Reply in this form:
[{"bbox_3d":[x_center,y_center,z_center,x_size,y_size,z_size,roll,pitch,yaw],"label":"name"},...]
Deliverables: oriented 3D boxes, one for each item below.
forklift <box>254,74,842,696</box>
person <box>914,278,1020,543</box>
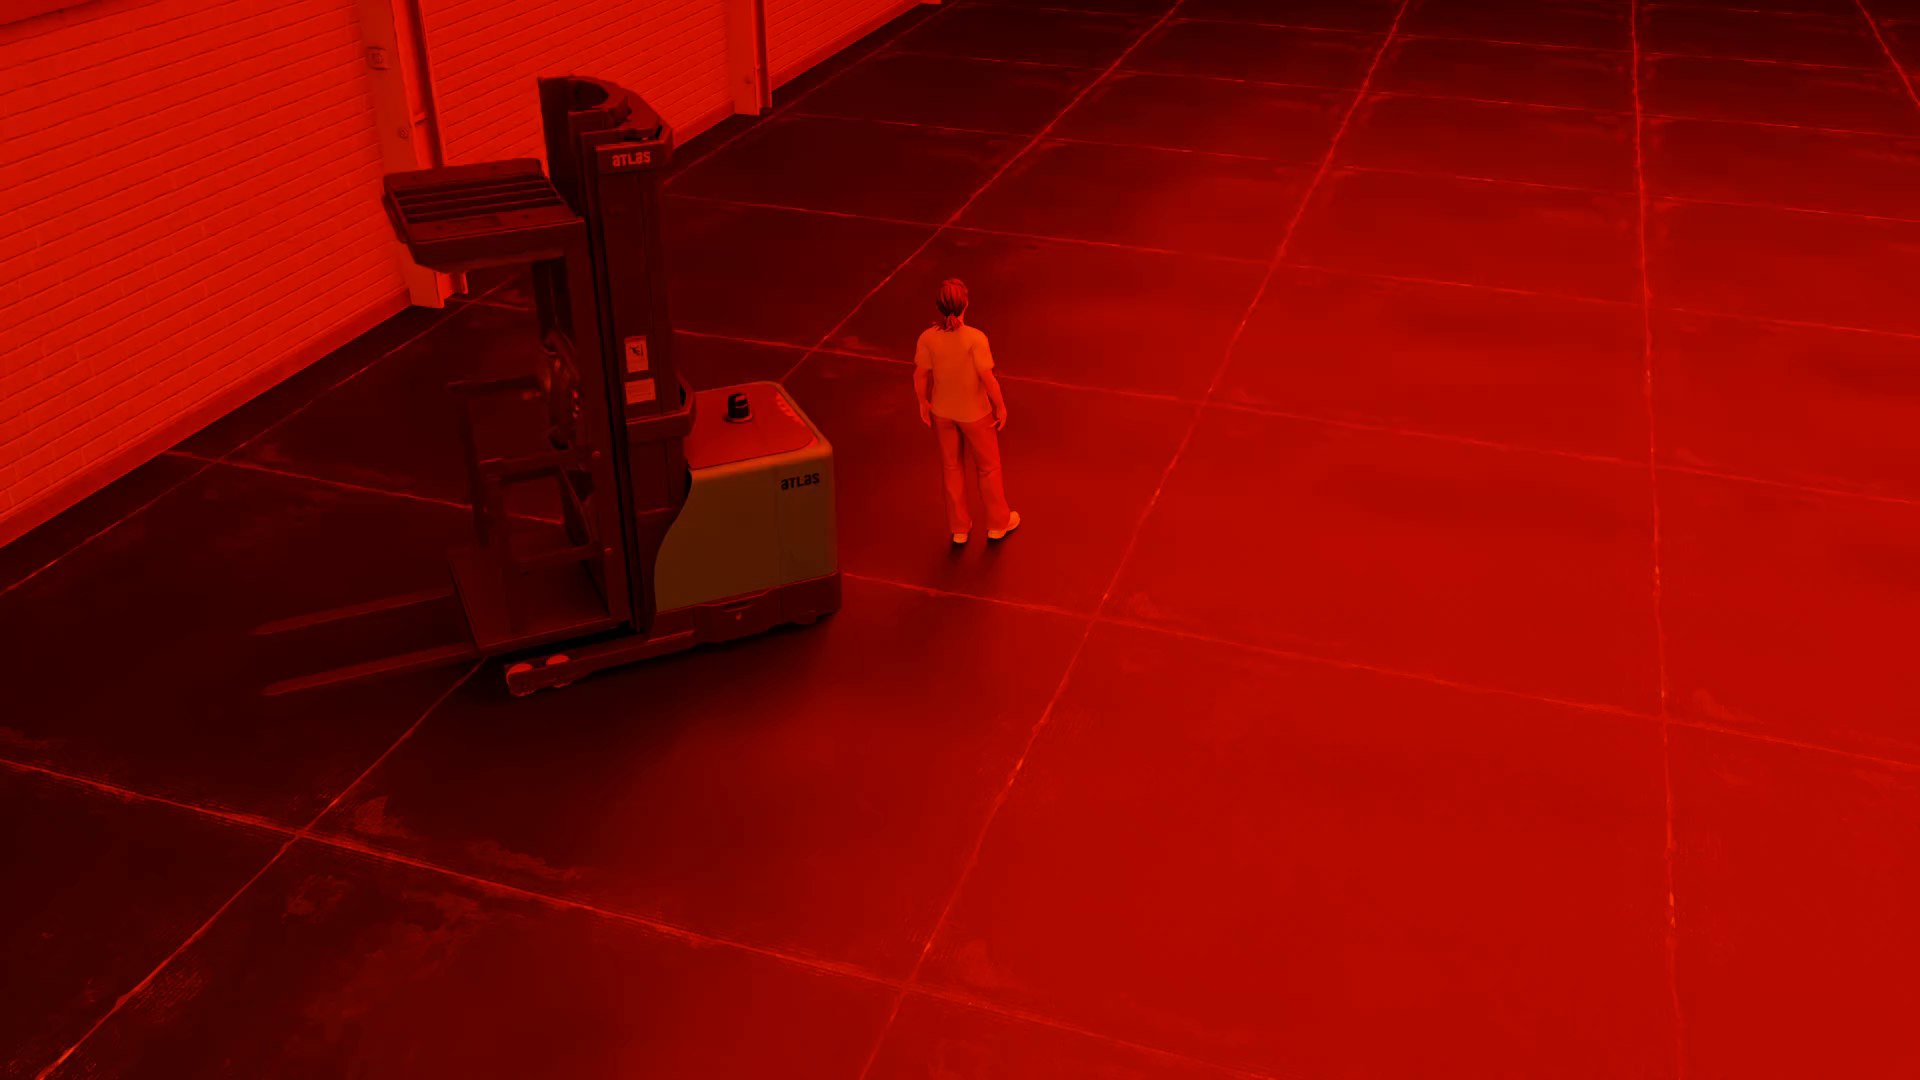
[{"bbox_3d":[-2.224,-0.759,8.468,3.031,2.935,1.130,-12,32,-21],"label":"forklift"},{"bbox_3d":[0.035,-0.767,9.735,0.552,1.674,0.548,10,31,16],"label":"person"}]
